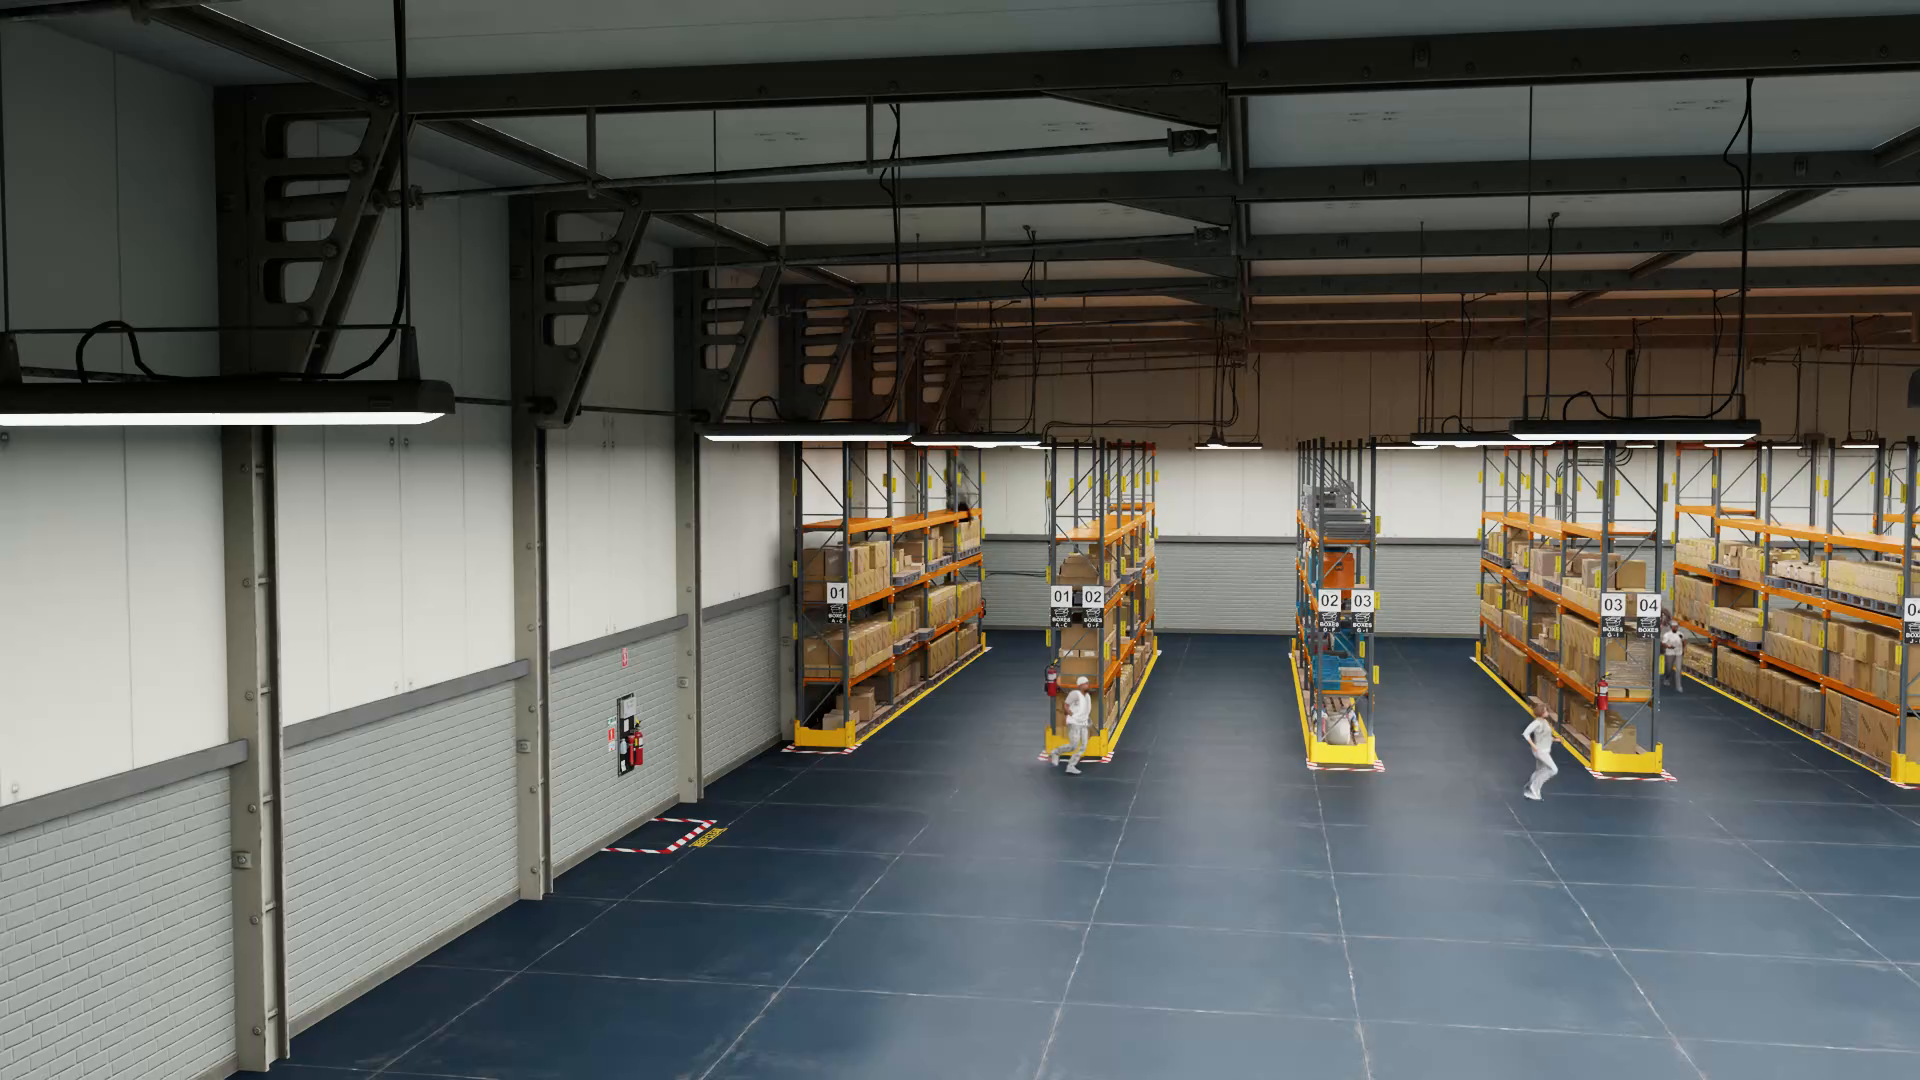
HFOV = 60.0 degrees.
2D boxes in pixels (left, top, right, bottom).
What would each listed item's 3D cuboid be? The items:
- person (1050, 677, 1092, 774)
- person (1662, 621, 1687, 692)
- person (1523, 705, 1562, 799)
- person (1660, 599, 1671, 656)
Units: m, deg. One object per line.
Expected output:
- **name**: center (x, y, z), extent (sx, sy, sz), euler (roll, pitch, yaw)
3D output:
- **person**: center (2.084, 3.299, 29.881), extent (0.612, 1.695, 0.729), euler (3, 4, 41)
- **person**: center (17.119, 2.753, 39.825), extent (0.593, 1.660, 1.020), euler (1, 3, 10)
- **person**: center (9.547, 3.479, 27.228), extent (0.609, 1.564, 0.511), euler (2, 4, 32)
- **person**: center (19.153, 2.439, 45.943), extent (0.795, 1.772, 0.701), euler (1, 3, 13)
